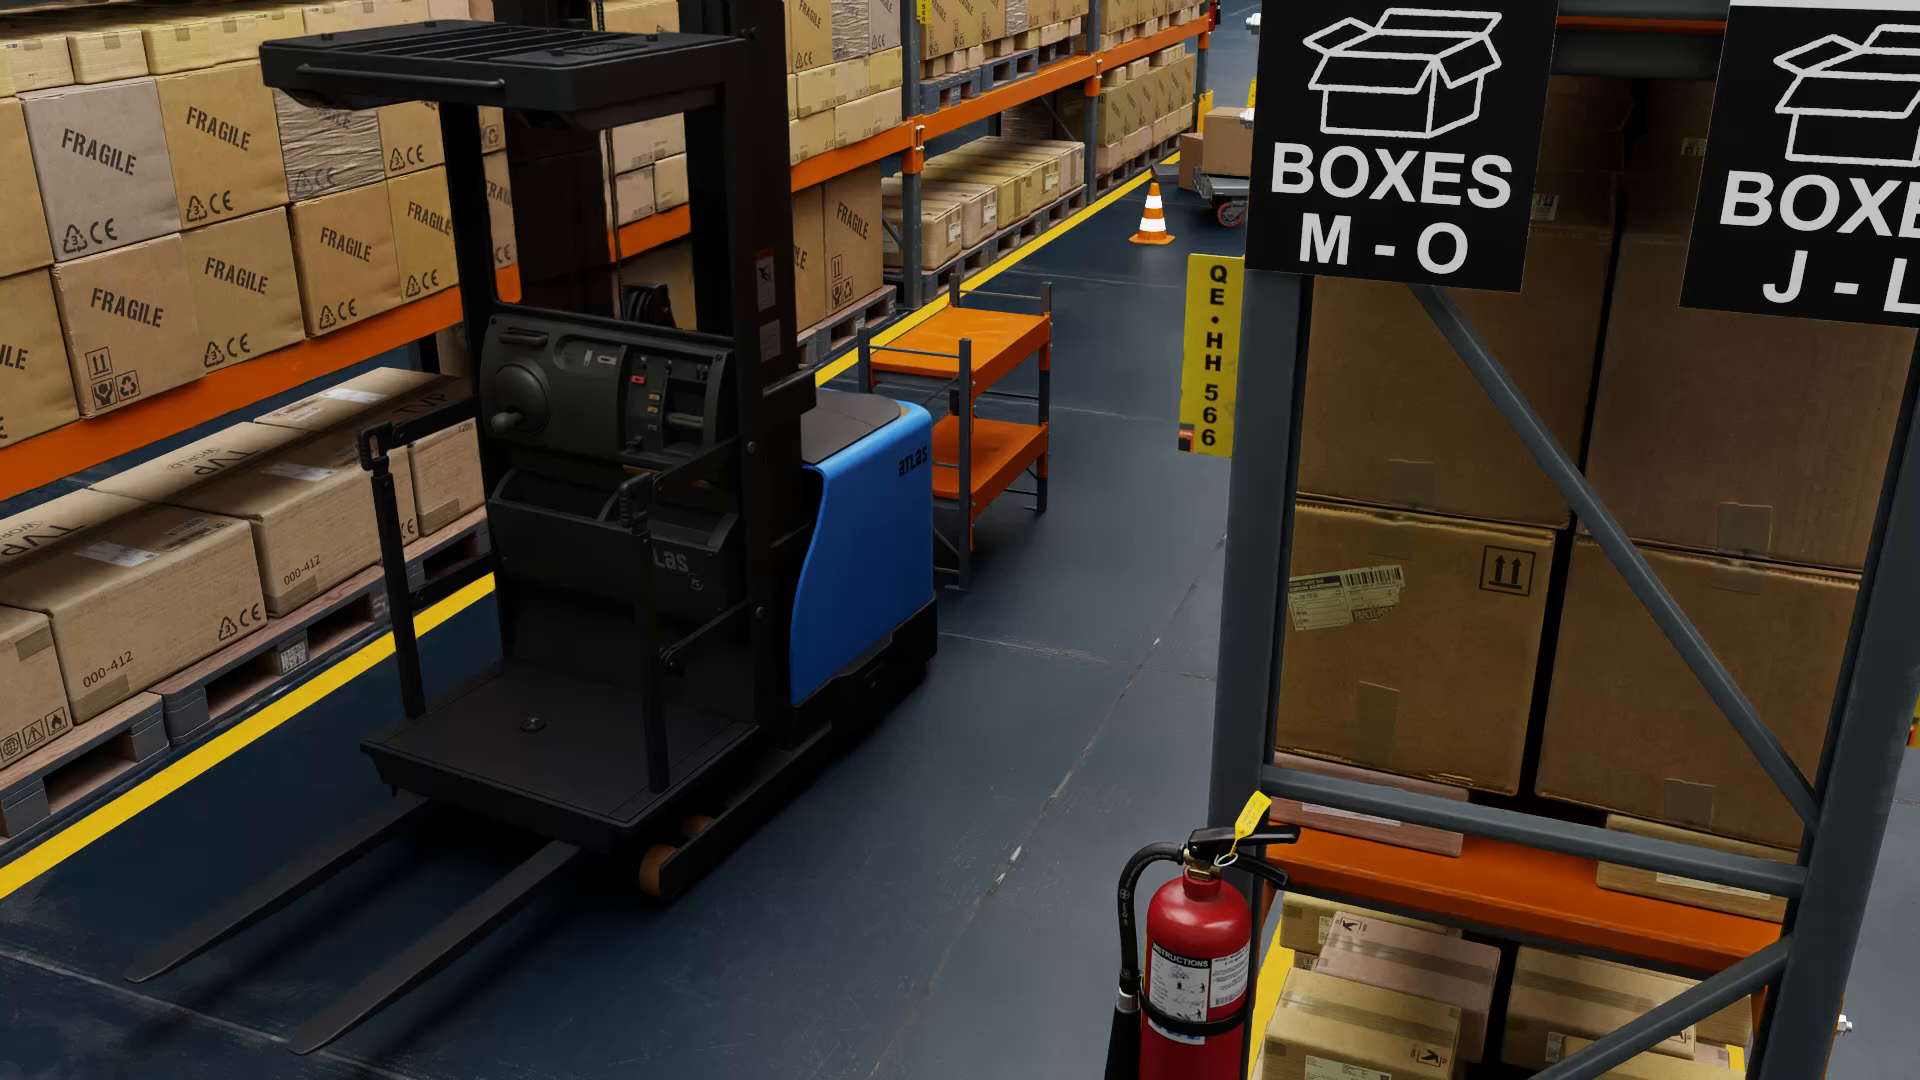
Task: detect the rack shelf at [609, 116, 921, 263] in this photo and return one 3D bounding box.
[{"bbox_3d":[-1.494,-2.010,9.604,1.077,0.370,4.000,9,24,20],"label":"rack shelf"}]

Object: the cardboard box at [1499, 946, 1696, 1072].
[{"bbox_3d":[1.412,1.070,3.678,0.380,0.149,0.250,9,24,21],"label":"cardboard box"}]

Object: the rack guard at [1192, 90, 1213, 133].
[{"bbox_3d":[2.193,-4.740,18.449,1.175,0.500,0.348,9,24,20],"label":"rack guard"}]

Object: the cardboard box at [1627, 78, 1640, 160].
[{"bbox_3d":[1.825,-1.284,5.120,0.500,0.500,0.500,8,24,18],"label":"cardboard box"}]

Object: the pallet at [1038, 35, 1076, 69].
[{"bbox_3d":[0.316,-4.148,14.037,1.003,0.211,1.213,9,24,20],"label":"pallet"}]

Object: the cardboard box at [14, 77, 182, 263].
[{"bbox_3d":[-2.910,-1.205,5.315,0.500,0.500,0.500,9,24,20],"label":"cardboard box"}]

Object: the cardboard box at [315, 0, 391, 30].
[{"bbox_3d":[-2.433,-2.018,6.420,0.380,0.149,0.250,9,24,20],"label":"cardboard box"}]

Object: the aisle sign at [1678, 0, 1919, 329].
[{"bbox_3d":[1.162,-0.653,2.048,0.394,0.787,0.004,9,24,20],"label":"aisle sign"}]

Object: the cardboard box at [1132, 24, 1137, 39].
[{"bbox_3d":[1.460,-4.821,15.725,0.380,0.149,0.250,9,24,20],"label":"cardboard box"}]

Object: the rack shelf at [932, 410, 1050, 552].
[{"bbox_3d":[-0.002,-0.291,7.622,0.538,0.278,1.000,9,24,20],"label":"rack shelf"}]

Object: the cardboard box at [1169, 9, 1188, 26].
[{"bbox_3d":[2.107,-5.349,16.989,0.380,0.149,0.250,9,24,21],"label":"cardboard box"}]

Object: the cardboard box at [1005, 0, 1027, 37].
[{"bbox_3d":[0.202,-4.119,12.659,0.500,0.500,0.500,8,24,18],"label":"cardboard box"}]

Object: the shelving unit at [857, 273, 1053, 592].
[{"bbox_3d":[-0.002,-0.517,7.527,0.538,1.125,1.048,9,24,20],"label":"shelving unit"}]

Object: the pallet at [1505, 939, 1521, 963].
[{"bbox_3d":[1.729,1.016,5.043,1.003,0.211,1.213,9,24,20],"label":"pallet"}]

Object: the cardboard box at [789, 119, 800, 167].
[{"bbox_3d":[-1.238,-2.221,9.370,0.500,0.250,0.500,8,24,19],"label":"cardboard box"}]

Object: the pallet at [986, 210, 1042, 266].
[{"bbox_3d":[-0.004,-2.486,13.427,1.003,0.211,1.213,9,24,20],"label":"pallet"}]

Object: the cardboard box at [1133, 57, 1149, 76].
[{"bbox_3d":[1.593,-4.549,15.957,0.380,0.149,0.250,10,25,23],"label":"cardboard box"}]

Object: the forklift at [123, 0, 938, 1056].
[{"bbox_3d":[-1.220,-0.447,5.017,1.130,2.935,3.031,11,25,25],"label":"forklift"}]

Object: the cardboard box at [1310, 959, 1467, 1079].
[{"bbox_3d":[0.989,1.147,3.881,0.380,0.149,0.250,8,24,19],"label":"cardboard box"}]

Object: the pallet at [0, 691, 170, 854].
[{"bbox_3d":[-3.498,0.795,5.574,1.003,0.211,1.213,9,24,20],"label":"pallet"}]

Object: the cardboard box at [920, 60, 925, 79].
[{"bbox_3d":[-0.457,-3.225,11.361,0.380,0.149,0.250,7,24,17],"label":"cardboard box"}]

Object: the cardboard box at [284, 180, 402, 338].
[{"bbox_3d":[-2.531,-1.103,6.369,0.500,0.500,0.500,8,24,19],"label":"cardboard box"}]

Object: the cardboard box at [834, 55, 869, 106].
[{"bbox_3d":[-0.882,-2.825,10.169,0.500,0.250,0.500,8,24,19],"label":"cardboard box"}]

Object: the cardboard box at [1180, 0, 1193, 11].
[{"bbox_3d":[2.085,-5.692,16.969,0.500,0.500,0.500,9,24,20],"label":"cardboard box"}]

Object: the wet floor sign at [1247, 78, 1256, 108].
[{"bbox_3d":[3.285,-4.749,18.282,0.267,0.644,0.232,19,29,38],"label":"wet floor sign"}]

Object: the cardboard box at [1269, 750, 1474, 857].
[{"bbox_3d":[0.770,0.436,3.139,0.380,0.149,0.250,9,24,20],"label":"cardboard box"}]

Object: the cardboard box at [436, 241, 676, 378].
[{"bbox_3d":[-2.081,-1.073,8.639,0.875,0.875,0.875,10,25,22],"label":"cardboard box"}]

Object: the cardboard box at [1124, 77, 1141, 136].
[{"bbox_3d":[1.393,-4.126,15.786,0.500,0.500,0.500,10,25,22],"label":"cardboard box"}]

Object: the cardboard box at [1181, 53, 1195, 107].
[{"bbox_3d":[2.165,-4.868,17.561,0.500,0.500,0.500,9,24,20],"label":"cardboard box"}]

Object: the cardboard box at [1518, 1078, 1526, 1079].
[{"bbox_3d":[1.344,1.311,3.487,0.380,0.149,0.250,10,25,22],"label":"cardboard box"}]

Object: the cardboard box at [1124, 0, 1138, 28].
[{"bbox_3d":[1.322,-4.973,15.248,0.500,0.500,0.500,9,24,20],"label":"cardboard box"}]

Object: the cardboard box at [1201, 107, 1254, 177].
[{"bbox_3d":[2.399,-3.441,14.357,0.500,0.500,0.500,9,24,20],"label":"cardboard box"}]

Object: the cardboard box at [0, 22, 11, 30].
[{"bbox_3d":[-3.352,-1.623,5.476,0.380,0.149,0.250,9,24,21],"label":"cardboard box"}]

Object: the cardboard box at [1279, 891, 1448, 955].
[{"bbox_3d":[0.997,0.907,4.070,0.380,0.149,0.250,8,24,19],"label":"cardboard box"}]

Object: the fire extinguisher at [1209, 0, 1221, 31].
[{"bbox_3d":[2.691,-5.860,17.987,0.296,0.674,0.183,9,24,20],"label":"fire extinguisher"}]

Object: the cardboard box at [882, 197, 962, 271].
[{"bbox_3d":[-0.532,-2.240,12.085,0.950,0.372,0.625,7,24,16],"label":"cardboard box"}]

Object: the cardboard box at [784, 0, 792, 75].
[{"bbox_3d":[-1.268,-2.801,9.137,0.500,0.500,0.500,8,24,19],"label":"cardboard box"}]

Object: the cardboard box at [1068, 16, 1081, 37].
[{"bbox_3d":[0.800,-4.343,14.038,0.380,0.149,0.250,9,24,21],"label":"cardboard box"}]

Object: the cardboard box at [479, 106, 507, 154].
[{"bbox_3d":[-2.155,-1.925,7.041,0.500,0.500,0.500,9,24,20],"label":"cardboard box"}]

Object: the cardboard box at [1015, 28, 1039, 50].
[{"bbox_3d":[0.408,-3.980,13.168,0.380,0.149,0.250,9,24,20],"label":"cardboard box"}]

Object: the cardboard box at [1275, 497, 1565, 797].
[{"bbox_3d":[0.839,0.097,3.111,0.500,0.500,0.500,9,24,21],"label":"cardboard box"}]

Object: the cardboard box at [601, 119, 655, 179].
[{"bbox_3d":[-1.811,-1.905,7.965,0.500,0.250,0.500,8,24,19],"label":"cardboard box"}]

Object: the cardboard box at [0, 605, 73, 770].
[{"bbox_3d":[-3.570,0.543,5.337,0.875,0.438,0.875,8,24,18],"label":"cardboard box"}]

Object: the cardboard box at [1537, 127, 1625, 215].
[{"bbox_3d":[1.038,-0.548,3.357,0.500,0.500,0.500,8,24,18],"label":"cardboard box"}]

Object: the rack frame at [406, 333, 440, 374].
[{"bbox_3d":[-2.237,-1.626,7.752,1.000,3.000,0.127,9,24,20],"label":"rack frame"}]

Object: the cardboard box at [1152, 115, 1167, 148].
[{"bbox_3d":[1.781,-4.145,16.805,0.500,0.250,0.500,8,24,18],"label":"cardboard box"}]

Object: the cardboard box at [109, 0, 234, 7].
[{"bbox_3d":[-3.006,-1.995,6.365,0.380,0.149,0.250,8,24,19],"label":"cardboard box"}]

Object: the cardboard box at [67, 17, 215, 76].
[{"bbox_3d":[-2.718,-1.638,5.511,0.380,0.149,0.250,8,24,19],"label":"cardboard box"}]

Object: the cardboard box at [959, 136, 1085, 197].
[{"bbox_3d":[0.542,-3.282,14.581,0.950,0.372,0.625,9,24,21],"label":"cardboard box"}]

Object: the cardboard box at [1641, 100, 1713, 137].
[{"bbox_3d":[1.720,-0.654,3.612,0.500,0.500,0.500,8,24,19],"label":"cardboard box"}]

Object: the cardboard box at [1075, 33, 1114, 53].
[{"bbox_3d":[1.150,-4.440,14.814,0.380,0.149,0.250,9,24,20],"label":"cardboard box"}]

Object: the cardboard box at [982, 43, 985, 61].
[{"bbox_3d":[-0.038,-3.606,12.272,0.380,0.149,0.250,10,25,23],"label":"cardboard box"}]

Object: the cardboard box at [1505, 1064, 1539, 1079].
[{"bbox_3d":[1.424,1.352,3.775,0.380,0.149,0.250,9,24,20],"label":"cardboard box"}]
